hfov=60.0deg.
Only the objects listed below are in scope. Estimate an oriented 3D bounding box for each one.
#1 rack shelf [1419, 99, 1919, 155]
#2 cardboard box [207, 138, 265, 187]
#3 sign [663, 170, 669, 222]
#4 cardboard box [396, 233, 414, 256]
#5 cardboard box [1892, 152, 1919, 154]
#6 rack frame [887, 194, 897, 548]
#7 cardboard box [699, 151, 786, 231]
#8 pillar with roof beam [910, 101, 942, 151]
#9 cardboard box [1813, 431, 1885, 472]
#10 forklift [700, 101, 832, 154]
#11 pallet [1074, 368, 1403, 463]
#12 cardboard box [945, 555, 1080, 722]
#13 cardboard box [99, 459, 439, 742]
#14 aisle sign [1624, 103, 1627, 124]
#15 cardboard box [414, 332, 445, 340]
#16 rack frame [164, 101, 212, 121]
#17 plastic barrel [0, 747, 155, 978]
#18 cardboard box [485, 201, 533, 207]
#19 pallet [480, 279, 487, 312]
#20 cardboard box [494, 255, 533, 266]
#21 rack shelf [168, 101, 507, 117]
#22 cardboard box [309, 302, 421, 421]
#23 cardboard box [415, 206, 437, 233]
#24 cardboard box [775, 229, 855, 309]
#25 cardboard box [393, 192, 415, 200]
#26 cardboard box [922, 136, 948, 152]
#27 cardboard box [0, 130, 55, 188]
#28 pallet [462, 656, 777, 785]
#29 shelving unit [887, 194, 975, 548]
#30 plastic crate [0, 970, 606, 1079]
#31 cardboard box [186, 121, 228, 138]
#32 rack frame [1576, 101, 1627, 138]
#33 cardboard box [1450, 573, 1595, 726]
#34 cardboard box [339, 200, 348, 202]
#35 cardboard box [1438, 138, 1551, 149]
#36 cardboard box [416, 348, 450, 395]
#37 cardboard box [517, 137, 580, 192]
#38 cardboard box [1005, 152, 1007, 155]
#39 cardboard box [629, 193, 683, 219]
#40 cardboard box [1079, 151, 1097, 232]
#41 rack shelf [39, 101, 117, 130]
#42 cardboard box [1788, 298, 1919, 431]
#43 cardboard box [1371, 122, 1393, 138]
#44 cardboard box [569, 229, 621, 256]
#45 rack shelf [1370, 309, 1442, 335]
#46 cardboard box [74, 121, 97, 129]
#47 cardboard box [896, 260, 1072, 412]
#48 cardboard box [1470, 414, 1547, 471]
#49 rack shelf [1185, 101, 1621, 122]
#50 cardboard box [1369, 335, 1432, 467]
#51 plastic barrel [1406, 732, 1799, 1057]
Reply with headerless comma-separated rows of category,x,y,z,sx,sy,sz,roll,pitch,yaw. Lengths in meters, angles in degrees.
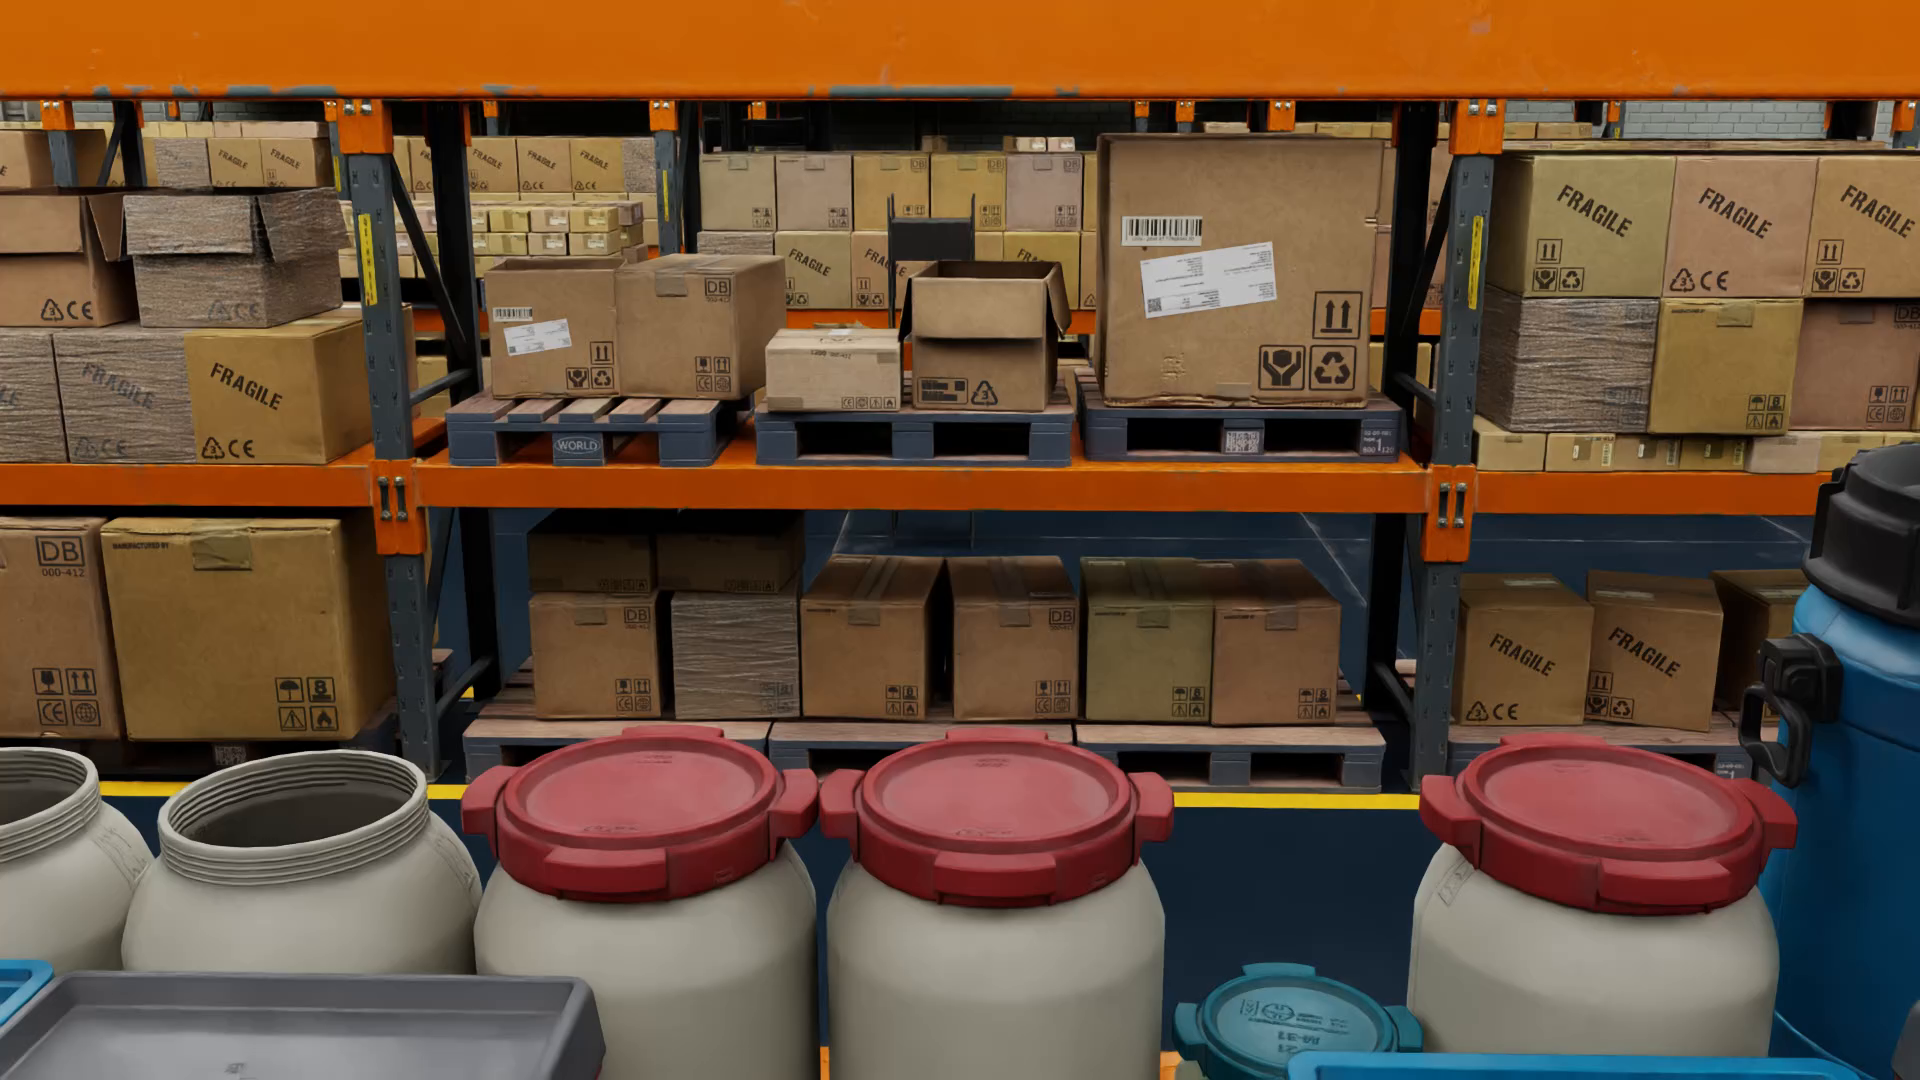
rack shelf,3.854,-1.664,6.299,4.000,0.370,1.077,0,15,1
cardboard box,-6.876,-3.624,16.041,0.500,0.500,0.500,0,15,1
sign,-1.921,-2.248,10.867,0.005,0.325,0.100,0,15,1
cardboard box,-3.712,-1.986,11.072,0.250,0.149,0.380,1,15,3
cardboard box,3.798,-1.176,6.179,0.500,0.500,0.500,0,15,1
rack frame,-0.409,-1.018,10.082,0.015,2.100,0.400,0,15,1
cardboard box,-1.468,-2.392,11.369,0.500,0.500,0.700,0,15,1
pillar with roof beam,-0.552,-6.418,17.027,0.400,9.000,9.100,0,15,1
cardboard box,3.312,-0.374,6.368,0.250,0.149,0.380,0,15,1
forklift,-1.689,-2.561,14.301,1.130,2.935,3.031,-5,16,-20
pallet,1.094,-0.524,6.823,1.213,0.211,1.003,0,15,1
cardboard box,0.206,0.400,6.981,0.500,0.500,0.700,-1,15,-3
cardboard box,-2.834,0.213,6.993,0.875,0.875,1.225,0,15,-1
aisle sign,6.161,-4.259,15.506,0.004,0.787,0.394,0,15,1
cardboard box,-5.268,-2.346,16.695,0.875,0.875,0.875,1,15,3
rack frame,-9.766,-4.446,21.312,0.127,3.000,1.000,0,15,1
plastic barrel,-1.237,0.560,2.117,0.421,0.512,0.421,0,15,0
cardboard box,-3.152,-2.293,11.653,0.250,0.149,0.380,0,15,-1
pallet,-2.632,-1.750,11.469,1.003,0.211,1.213,0,15,1
cardboard box,-2.927,-1.836,11.090,0.250,0.149,0.380,1,15,2
rack shelf,-7.766,-5.536,20.972,4.000,0.370,1.077,0,15,1
cardboard box,-2.623,-0.722,7.000,0.500,0.500,0.500,1,15,3
cardboard box,-3.439,-2.129,11.031,0.250,0.149,0.380,0,15,1
cardboard box,-0.966,-1.839,11.235,0.500,0.500,0.500,0,15,1
cardboard box,-5.457,-3.249,16.088,0.500,0.250,0.500,0,15,0
cardboard box,-0.248,-3.898,16.362,0.250,0.149,0.380,0,15,-1
cardboard box,-6.392,-2.501,11.201,0.500,0.500,0.500,0,15,-1
pallet,-1.363,0.753,7.073,1.213,0.211,1.003,0,15,1
shelving unit,-0.165,-1.016,10.076,0.503,2.100,0.431,0,15,1
plastic crate,-0.663,0.720,1.607,0.583,0.464,0.402,0,15,1
cardboard box,-7.220,-3.944,15.980,0.250,0.149,0.380,0,15,1
rack frame,6.106,-3.076,16.119,0.127,3.000,1.000,0,15,1
cardboard box,2.253,0.443,6.856,0.500,0.500,0.500,0,15,0
cardboard box,-4.474,-2.300,11.680,0.250,0.149,0.380,0,15,0
cardboard box,3.539,-2.410,11.184,0.550,0.550,0.875,0,15,1
cardboard box,-3.620,-1.168,11.493,0.500,0.250,0.500,1,15,3
cardboard box,-3.930,-3.608,15.979,0.500,0.500,0.500,0,15,1
cardboard box,0.628,-3.450,15.933,0.500,0.500,0.500,1,15,3
cardboard box,-2.894,-3.238,16.048,0.500,0.250,0.500,0,15,0
cardboard box,1.071,-2.376,11.308,0.500,0.500,0.700,0,15,0
rack shelf,-7.915,-3.007,11.387,4.000,0.370,1.077,0,15,1
cardboard box,3.304,-0.759,6.556,0.500,0.500,0.875,0,15,1
cardboard box,4.077,-3.720,15.822,0.500,0.500,0.700,0,15,1
cardboard box,-2.422,-1.978,11.042,0.250,0.149,0.380,1,15,3
rack shelf,4.081,-1.478,11.473,4.000,0.370,1.077,0,15,1
cardboard box,-8.493,-3.953,16.016,0.250,0.149,0.380,1,15,2
cardboard box,0.119,-0.816,6.526,0.637,0.503,0.797,2,15,7
cardboard box,2.062,-0.375,6.375,0.250,0.149,0.380,0,15,1
rack shelf,4.107,-4.192,15.878,4.000,0.370,1.077,0,15,1
cardboard box,2.709,-0.993,11.565,0.875,0.875,0.875,1,15,2
plastic barrel,0.777,0.560,2.070,0.433,0.535,0.433,0,15,0
